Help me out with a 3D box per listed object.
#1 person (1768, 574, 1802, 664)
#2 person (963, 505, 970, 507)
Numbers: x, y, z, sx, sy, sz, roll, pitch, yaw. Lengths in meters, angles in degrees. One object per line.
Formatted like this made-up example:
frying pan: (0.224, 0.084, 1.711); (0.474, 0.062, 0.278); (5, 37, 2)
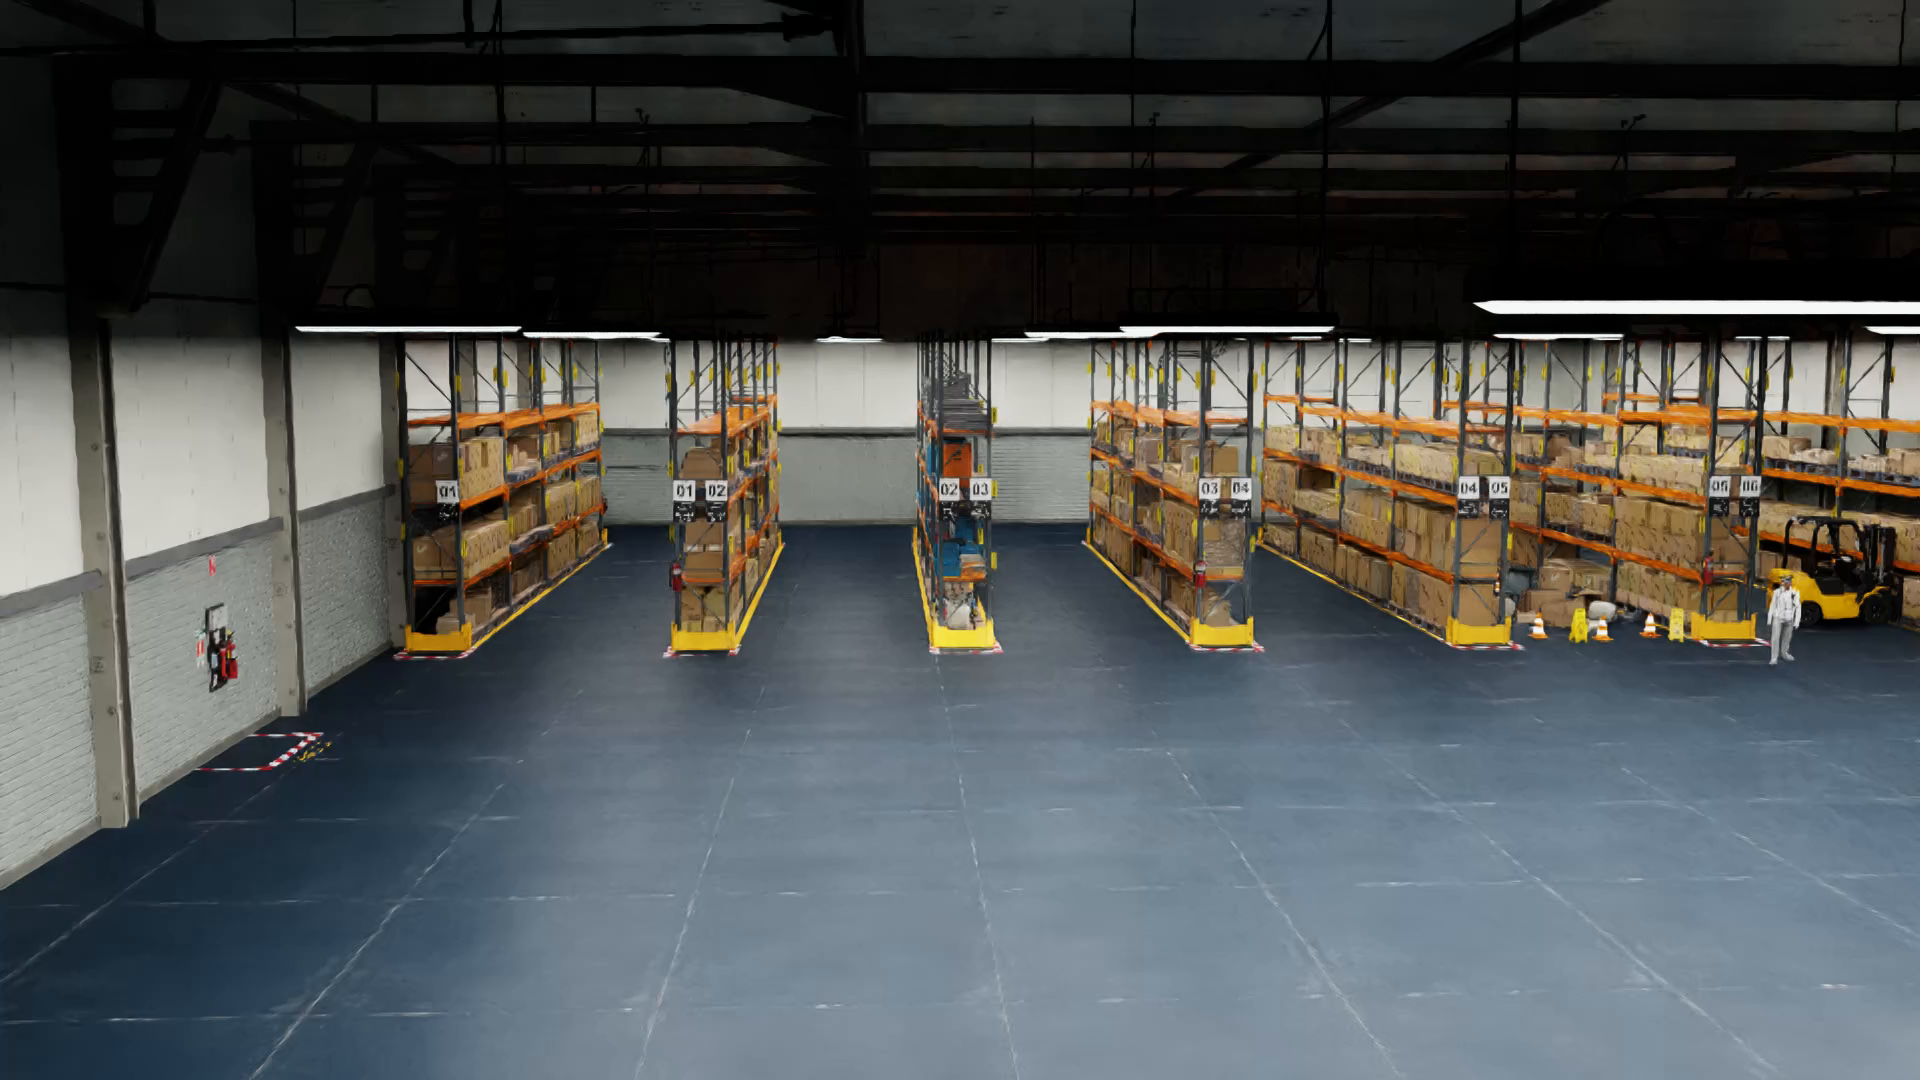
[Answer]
person: (14.811, 1.399, 29.864); (0.525, 1.622, 0.931); (3, 7, 21)
person: (0.132, -0.805, 48.570); (0.710, 1.620, 0.666); (-6, 9, -41)
